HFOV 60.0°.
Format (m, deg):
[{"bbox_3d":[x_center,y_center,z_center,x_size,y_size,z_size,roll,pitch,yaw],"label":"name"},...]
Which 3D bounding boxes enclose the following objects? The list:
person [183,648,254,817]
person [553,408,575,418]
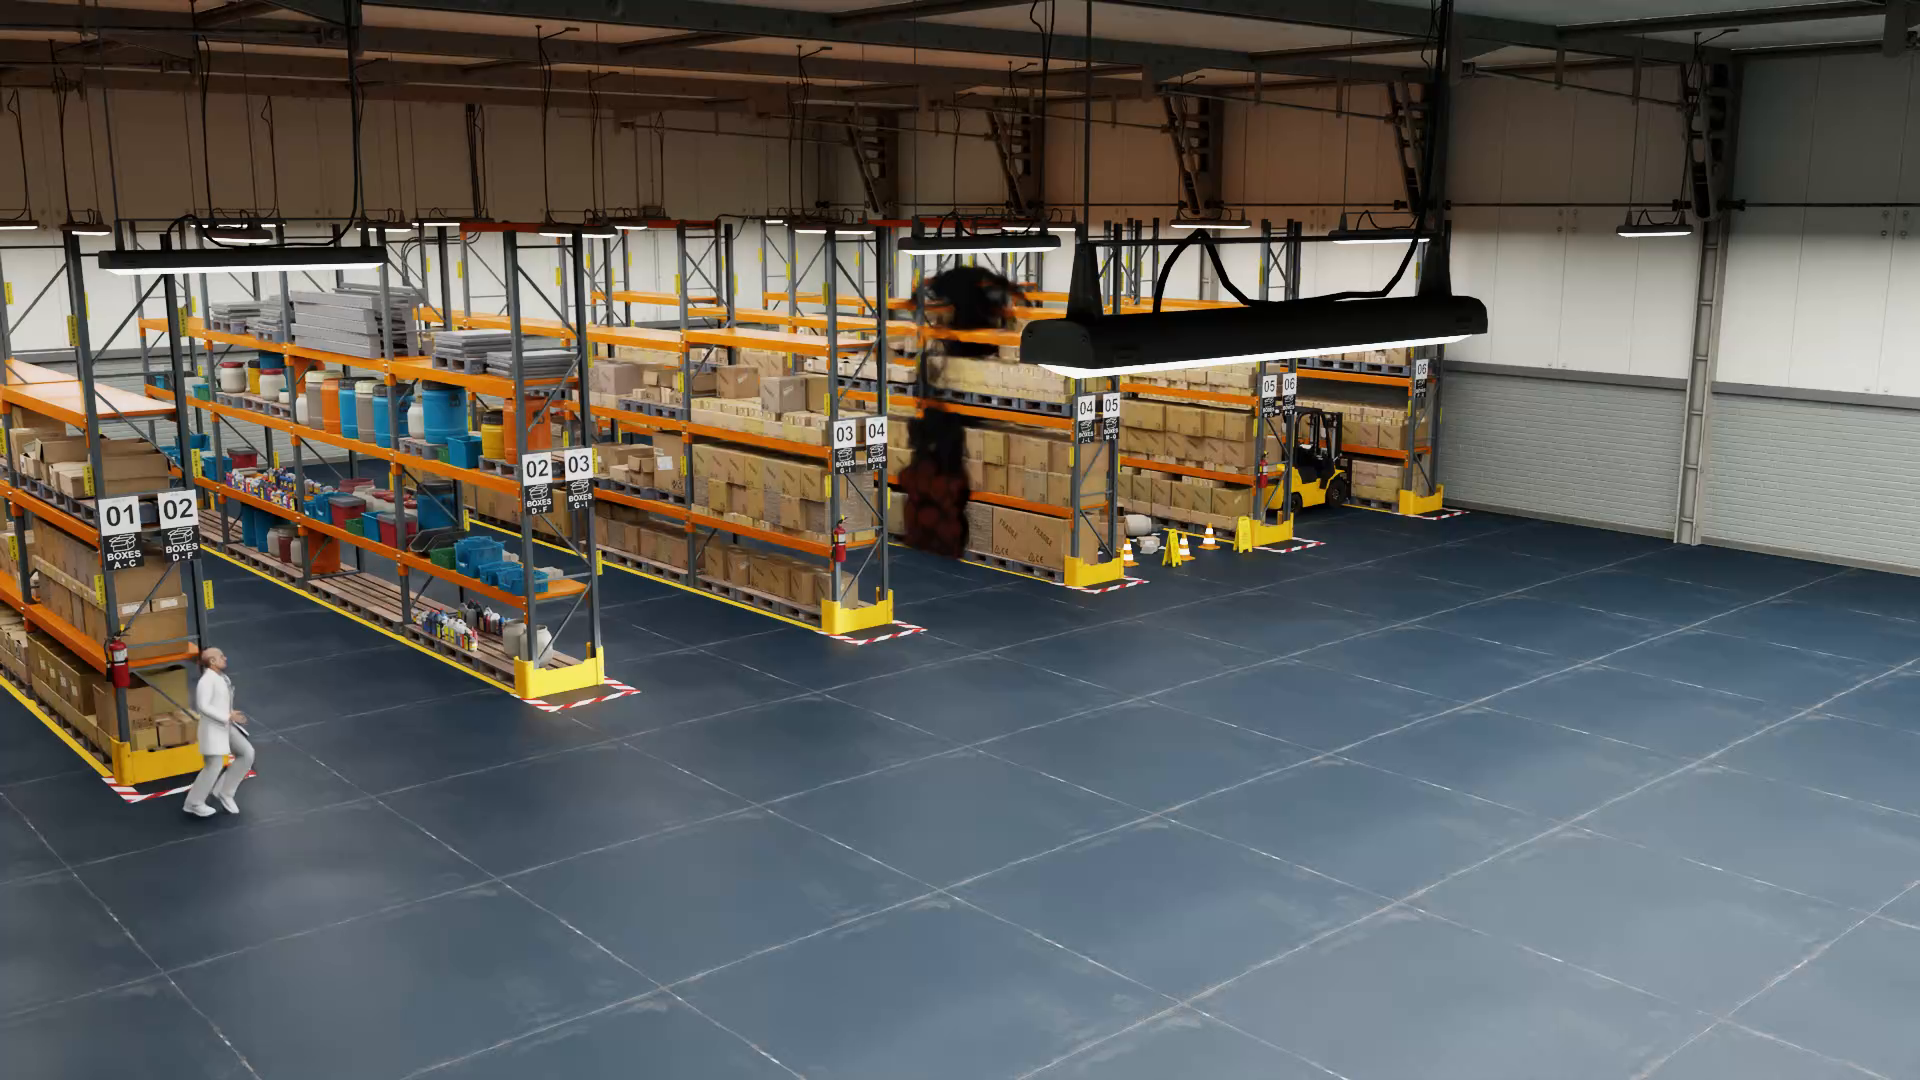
[{"bbox_3d":[-7.836,2.003,17.548,0.706,1.758,0.758,-1,11,-5],"label":"person"},{"bbox_3d":[-9.516,-2.431,39.686,0.733,1.729,0.613,2,12,11],"label":"person"}]
